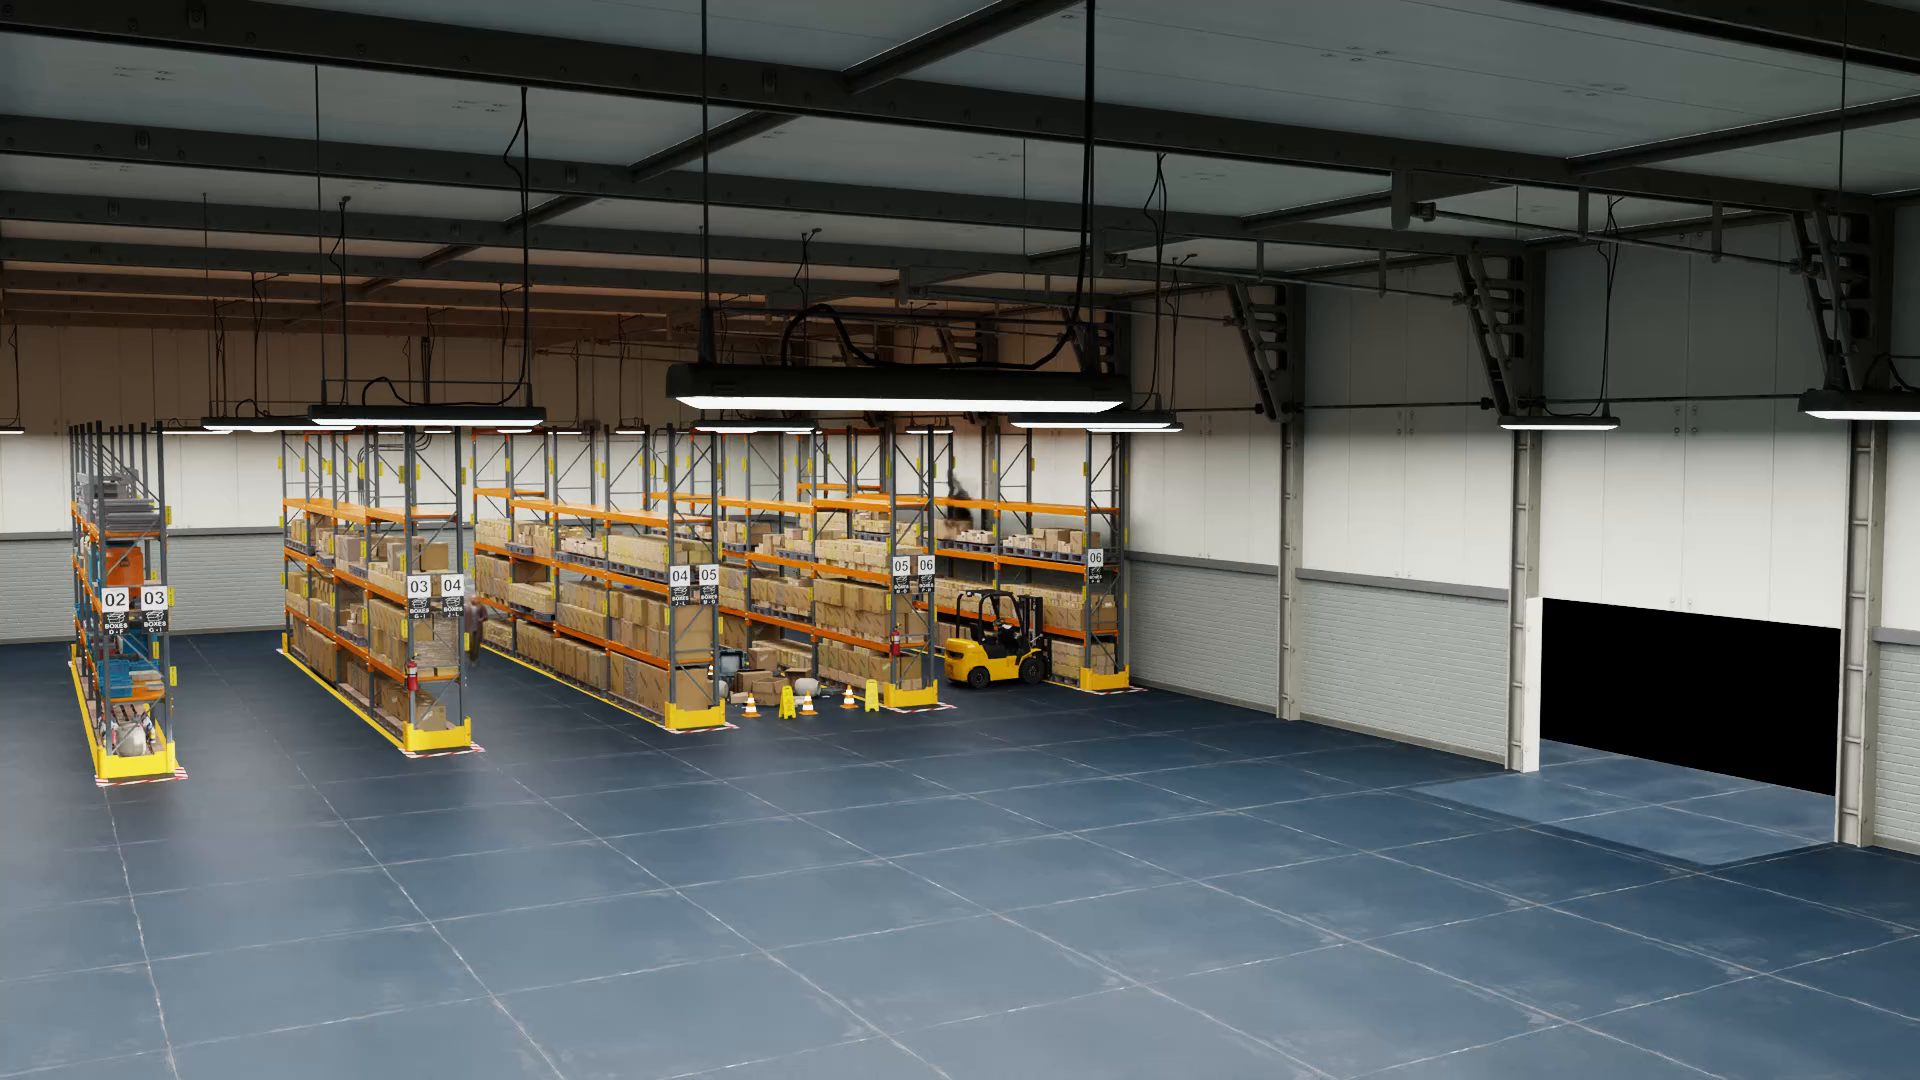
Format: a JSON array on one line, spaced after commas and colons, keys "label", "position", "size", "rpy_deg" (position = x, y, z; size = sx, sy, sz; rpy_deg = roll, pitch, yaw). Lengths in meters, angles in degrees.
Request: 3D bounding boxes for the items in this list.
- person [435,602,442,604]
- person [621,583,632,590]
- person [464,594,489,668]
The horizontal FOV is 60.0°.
[{"label": "person", "position": [-14.556, 2.033, 45.842], "size": [0.747, 1.733, 0.557], "rpy_deg": [0, 4, 5]}, {"label": "person", "position": [-9.976, 1.804, 50.284], "size": [0.737, 1.660, 0.590], "rpy_deg": [-1, 4, -19]}, {"label": "person", "position": [-12.131, 2.240, 41.503], "size": [0.708, 1.778, 1.031], "rpy_deg": [-2, 4, -25]}]
